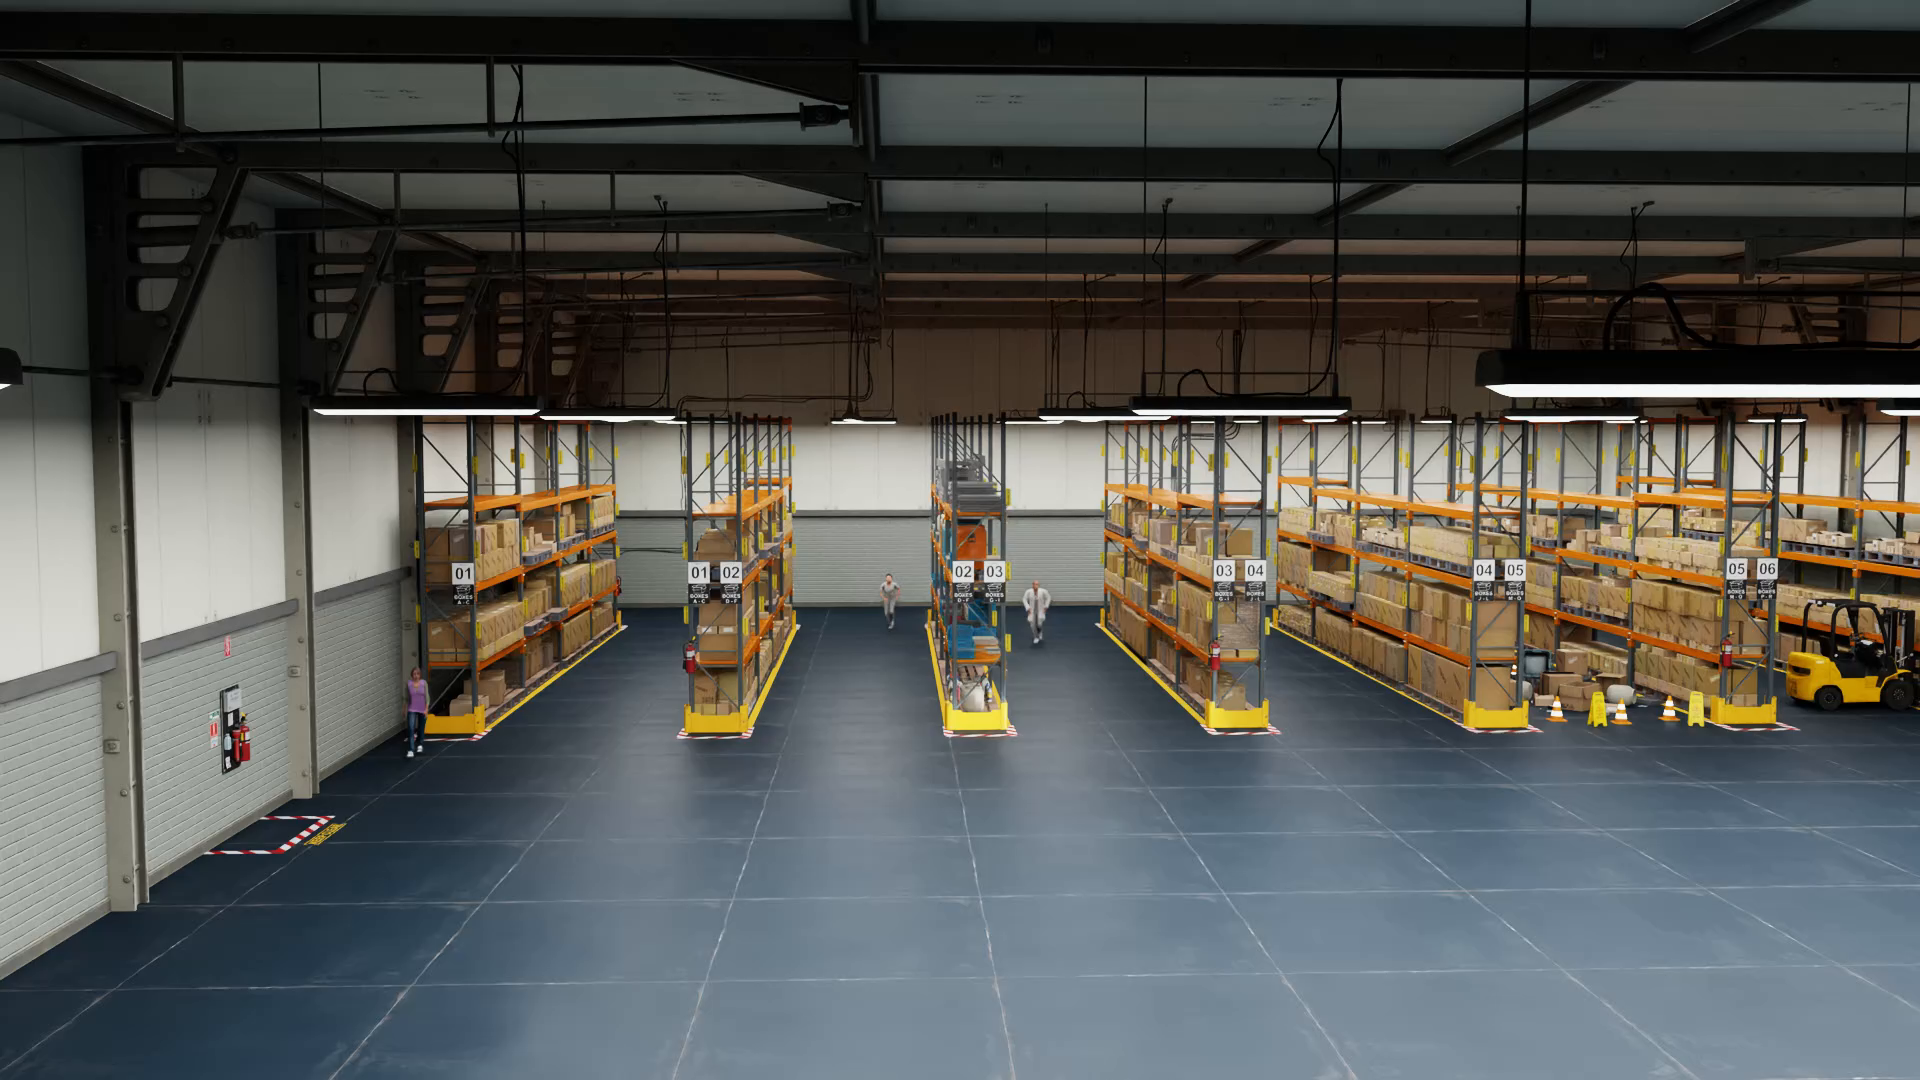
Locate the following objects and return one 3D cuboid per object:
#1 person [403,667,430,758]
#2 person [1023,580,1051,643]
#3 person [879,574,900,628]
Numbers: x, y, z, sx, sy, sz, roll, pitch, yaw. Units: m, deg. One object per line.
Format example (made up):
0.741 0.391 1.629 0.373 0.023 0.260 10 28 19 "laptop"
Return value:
-9.415 2.966 28.795 0.452 1.543 0.970 -2 4 -24 "person"
2.037 1.891 44.058 0.749 1.688 0.648 0 4 6 "person"
-1.980 1.731 47.111 0.574 1.581 0.702 0 4 7 "person"
